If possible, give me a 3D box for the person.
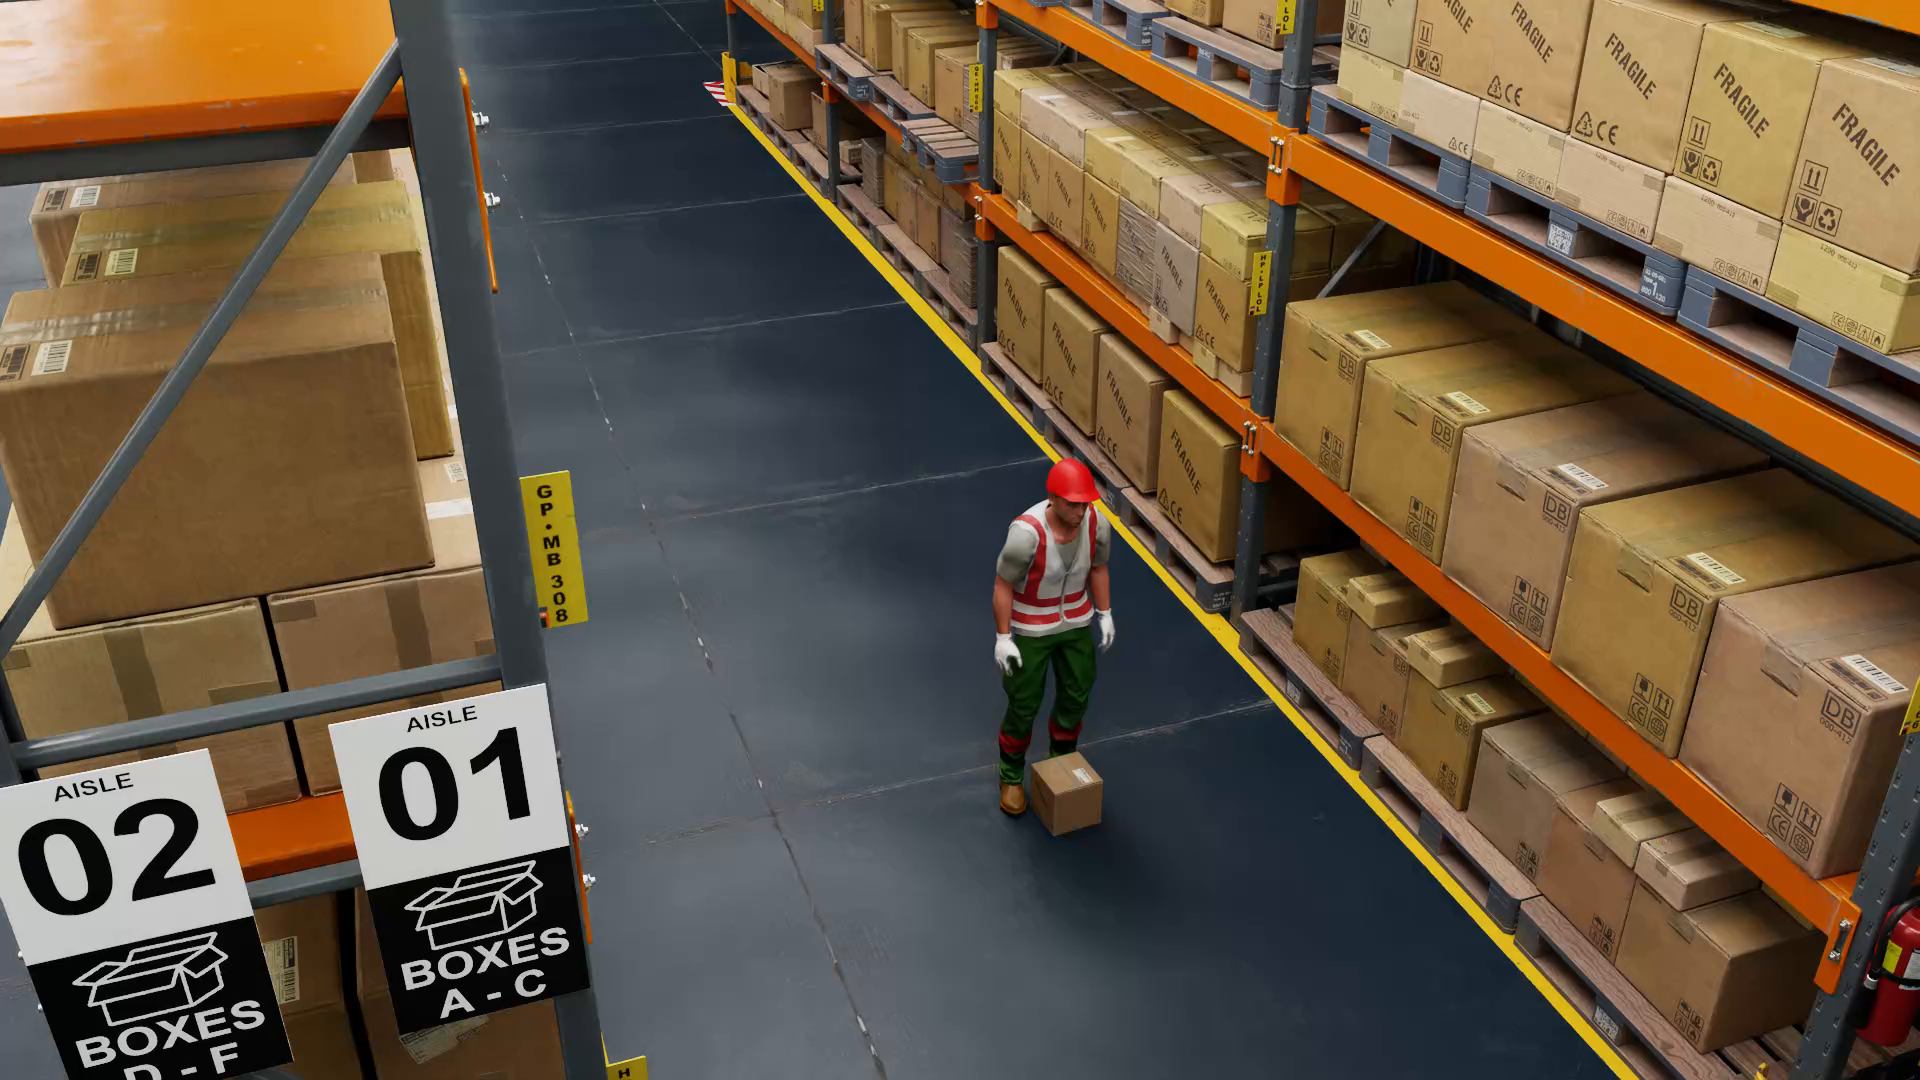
[{"bbox_3d":[0.434,0.416,7.599,0.619,1.779,0.449,-12,32,-20],"label":"person"}]
